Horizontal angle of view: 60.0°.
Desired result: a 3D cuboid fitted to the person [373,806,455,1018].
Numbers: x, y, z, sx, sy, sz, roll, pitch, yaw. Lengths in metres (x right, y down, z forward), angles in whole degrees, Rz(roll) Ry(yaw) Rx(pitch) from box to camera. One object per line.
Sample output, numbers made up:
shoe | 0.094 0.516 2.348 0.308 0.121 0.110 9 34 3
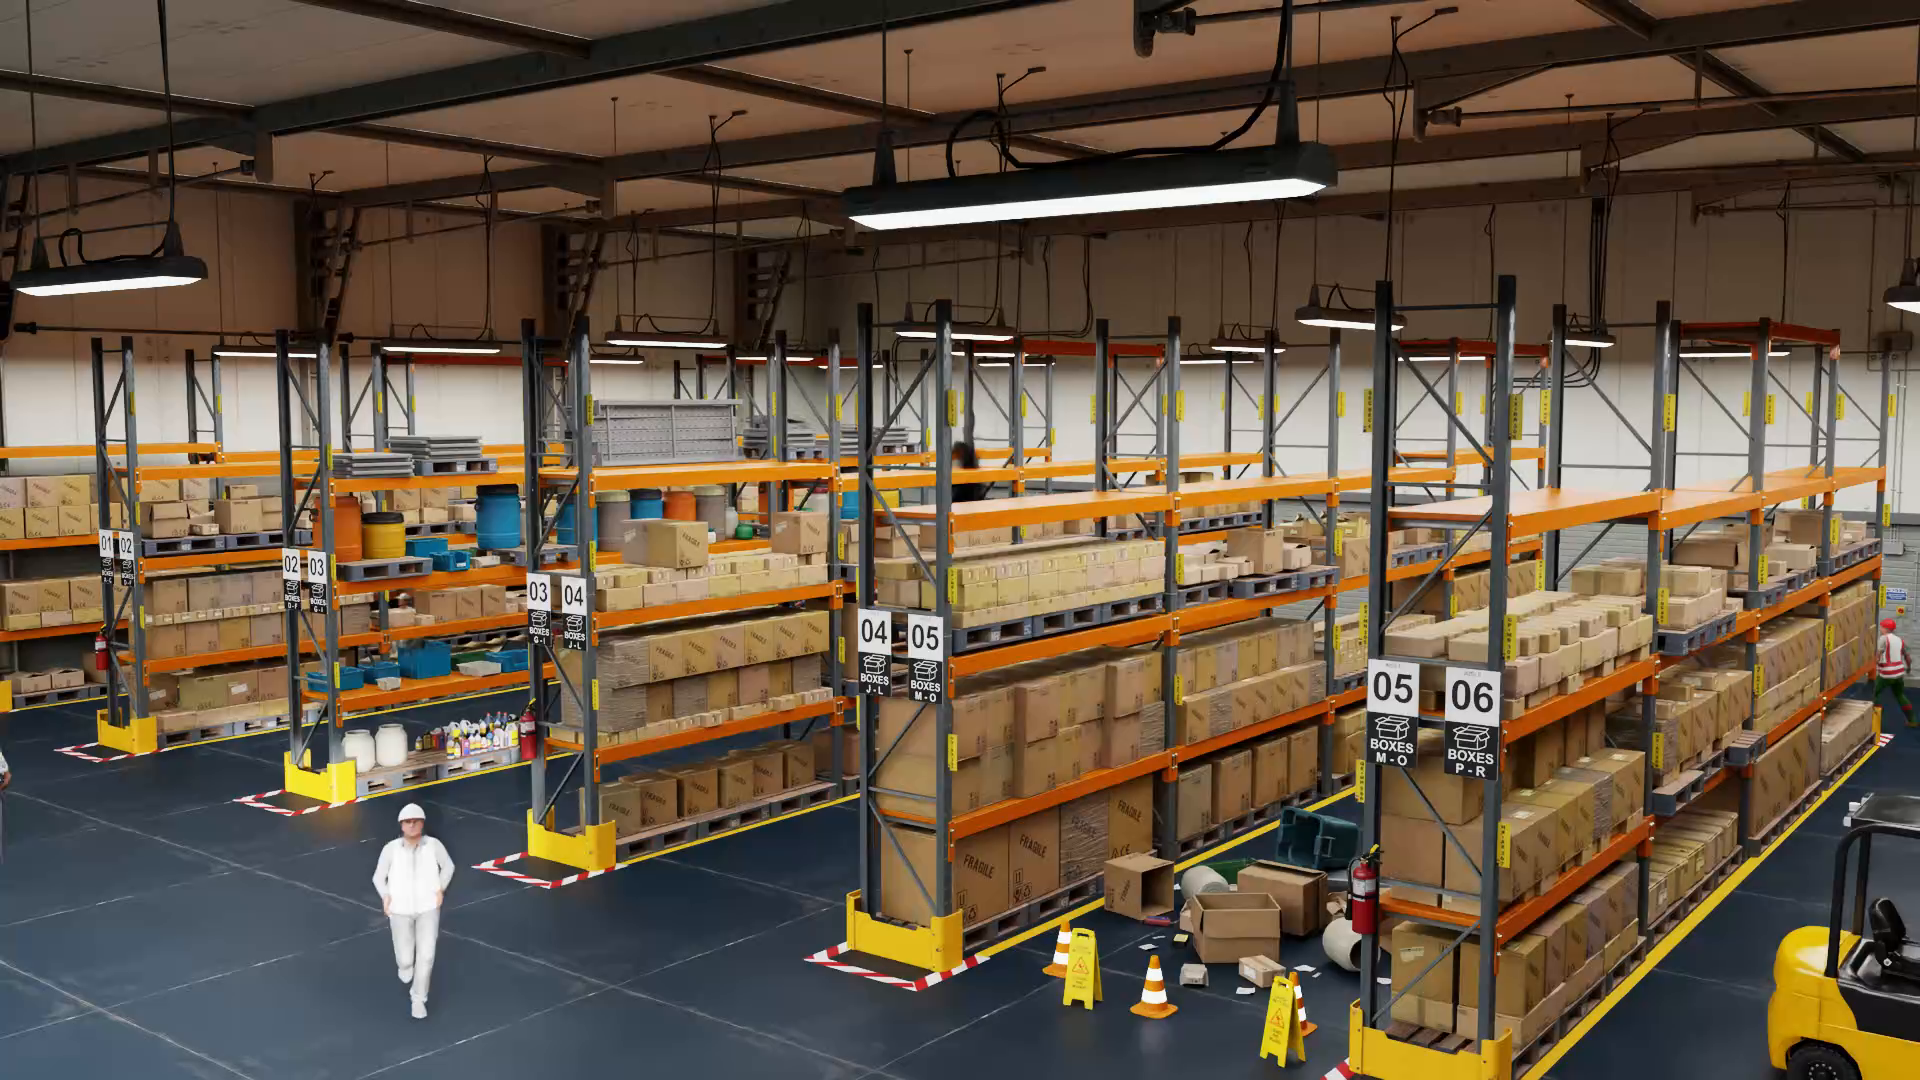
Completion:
person | -4.588 3.093 14.002 0.660 1.731 0.624 -2 5 -20

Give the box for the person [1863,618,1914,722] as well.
person | 14.383 1.933 25.761 0.927 1.461 0.527 -2 6 -25

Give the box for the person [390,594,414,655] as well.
person | -10.010 1.769 29.895 0.616 1.627 0.550 4 6 36

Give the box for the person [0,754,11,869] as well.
person | -10.399 2.800 17.658 0.569 1.654 0.566 -3 6 -27
